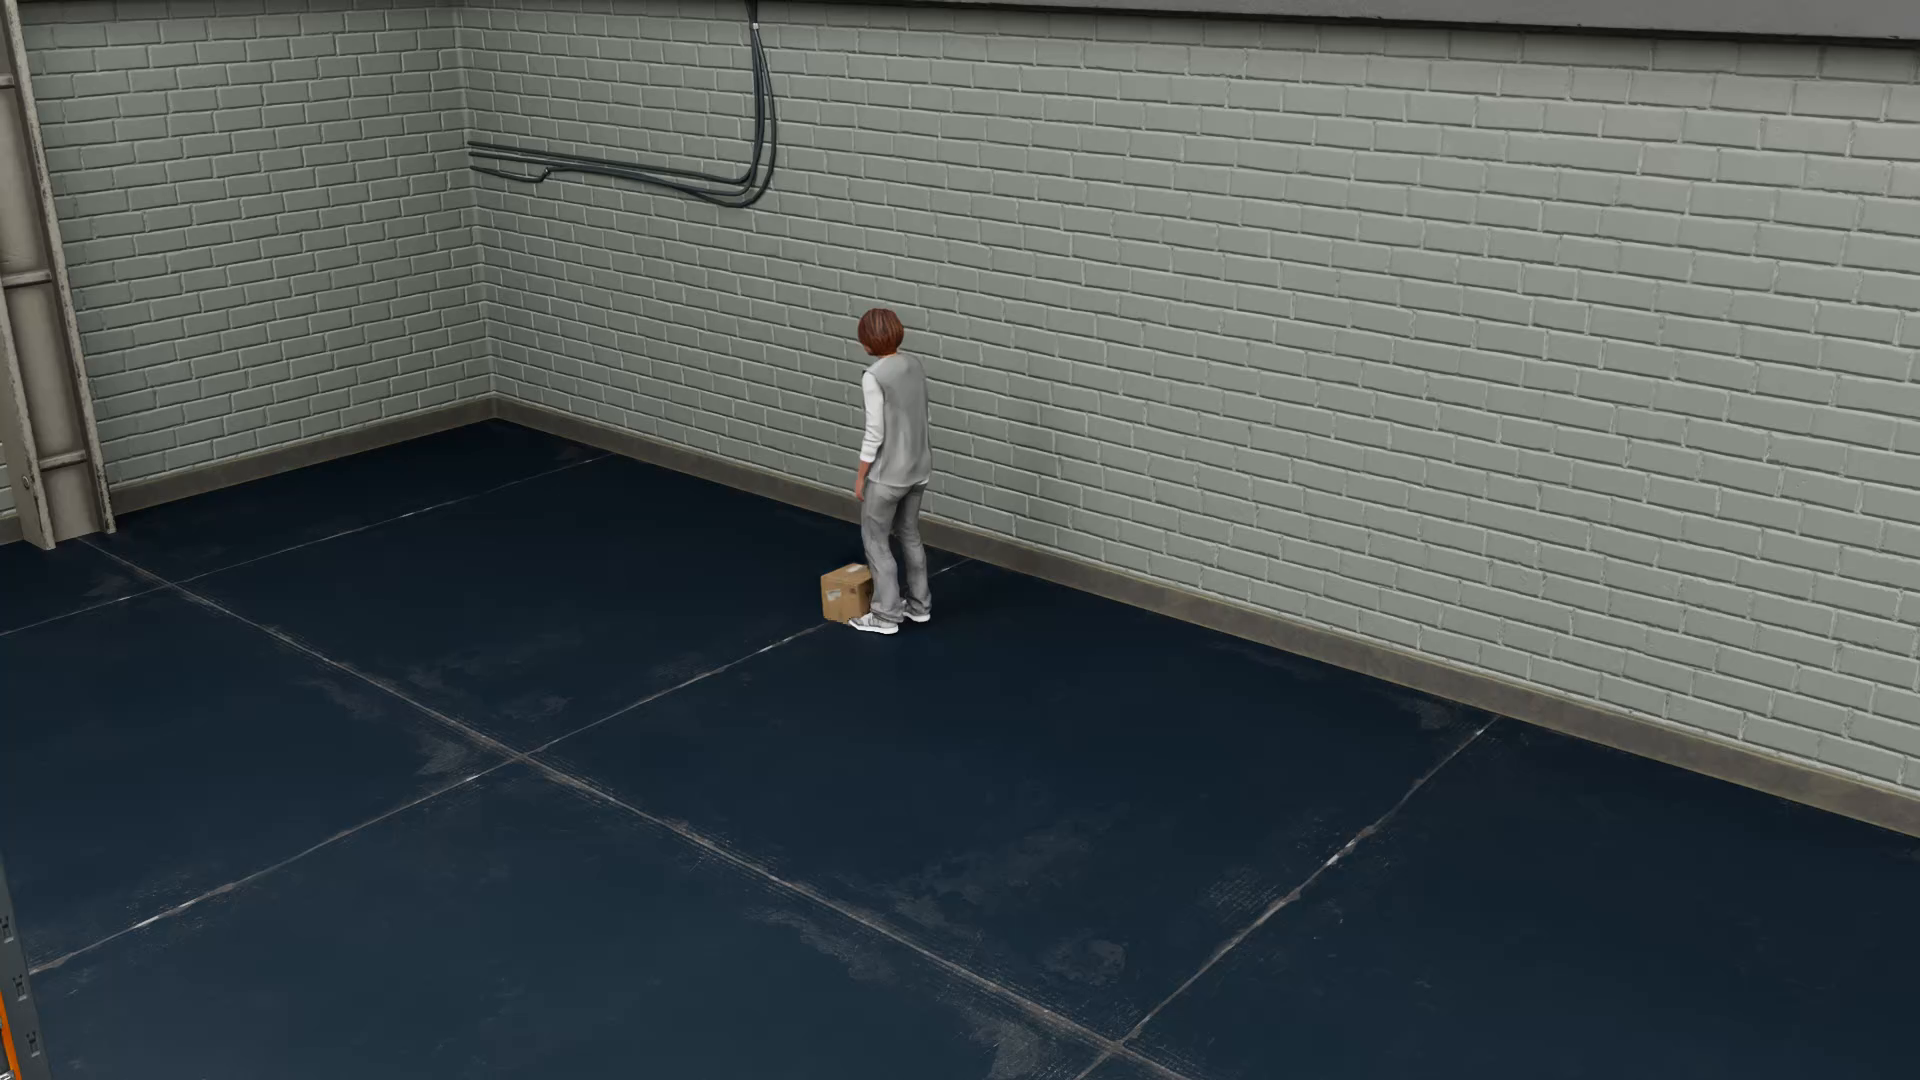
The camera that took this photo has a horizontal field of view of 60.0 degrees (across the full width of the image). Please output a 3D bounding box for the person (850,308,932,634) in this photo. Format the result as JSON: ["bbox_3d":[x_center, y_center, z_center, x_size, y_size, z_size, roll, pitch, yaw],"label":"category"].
[{"bbox_3d":[-0.330,-0.313,7.944,0.374,1.582,0.460,15,25,35],"label":"person"}]
